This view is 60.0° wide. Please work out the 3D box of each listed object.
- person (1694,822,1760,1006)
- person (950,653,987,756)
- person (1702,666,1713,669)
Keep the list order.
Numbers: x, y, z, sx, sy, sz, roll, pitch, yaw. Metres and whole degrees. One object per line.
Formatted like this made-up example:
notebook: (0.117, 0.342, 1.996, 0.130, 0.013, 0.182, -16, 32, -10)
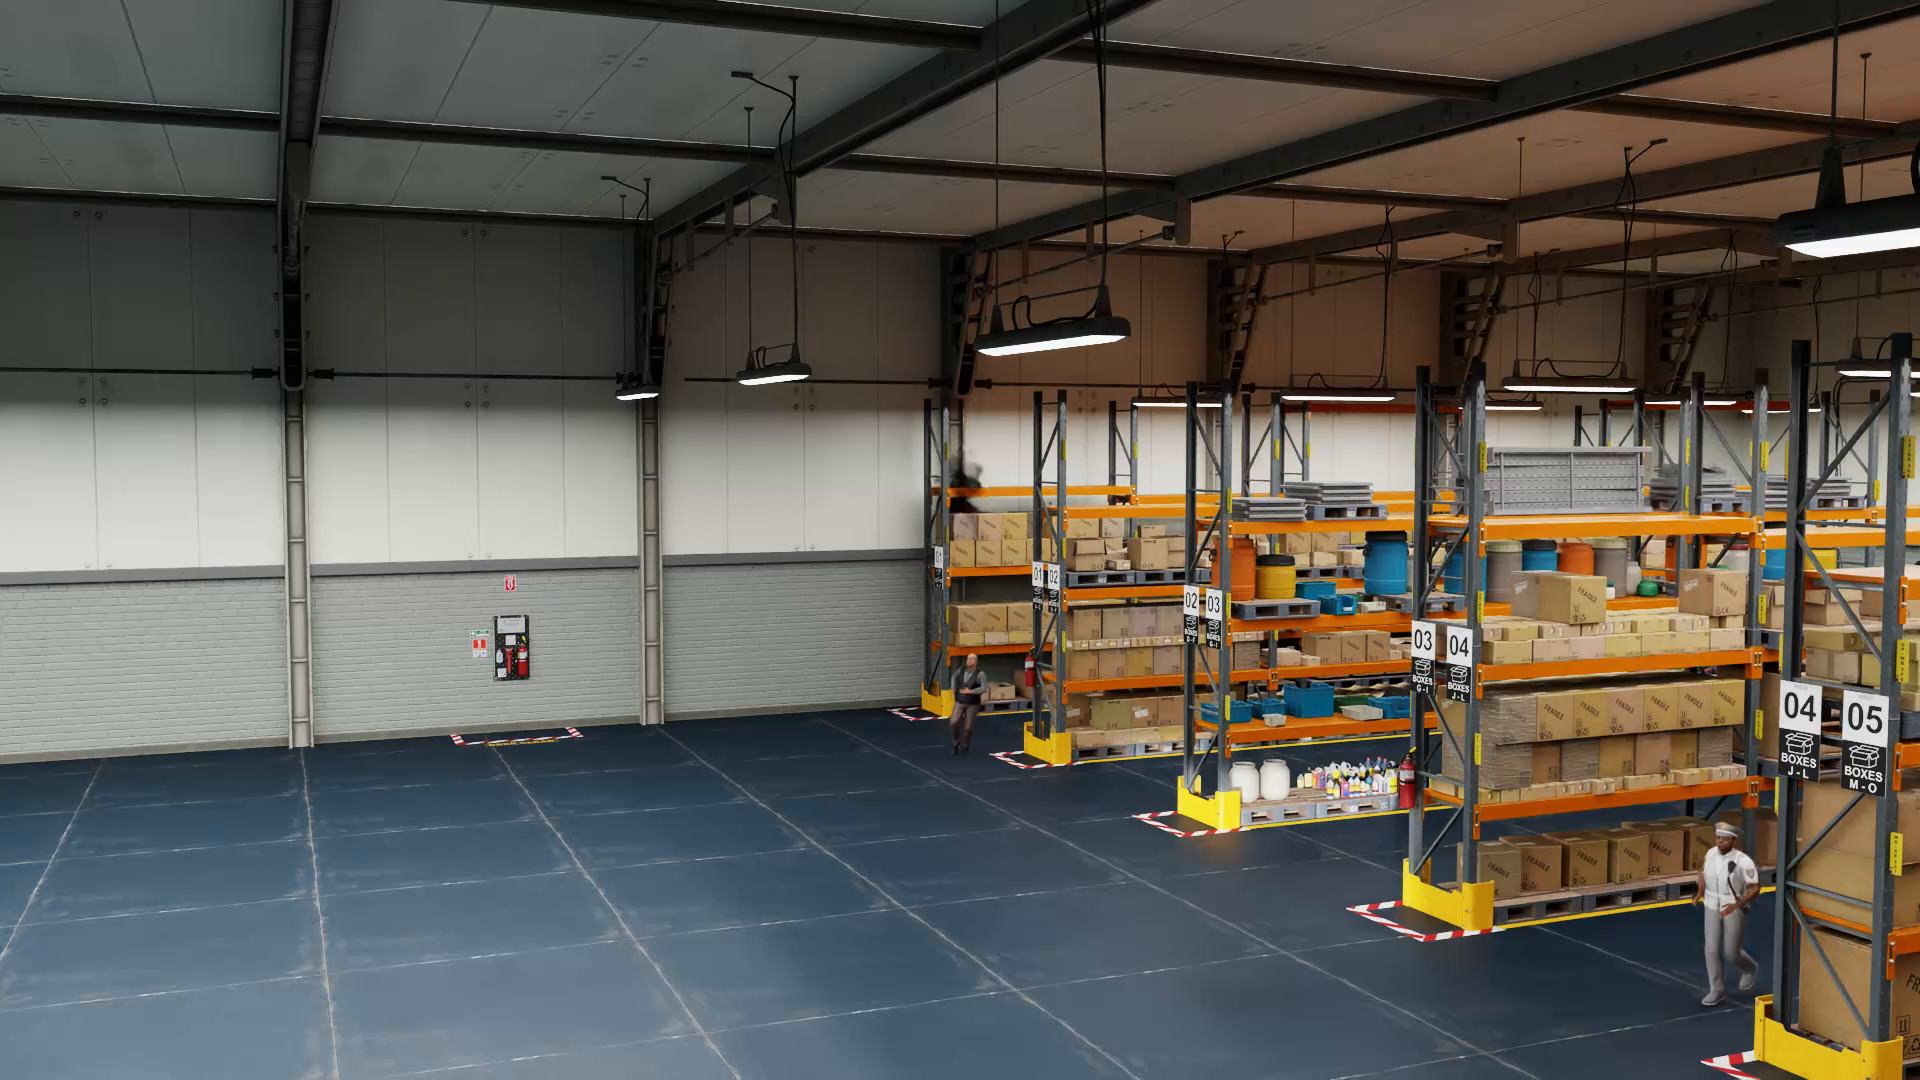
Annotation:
person: (7.098, 3.419, 15.398, 0.697, 1.679, 0.580, -3, 4, -37)
person: (0.127, 2.715, 27.376, 0.653, 1.712, 0.663, 1, 3, 13)
person: (13.671, 2.507, 29.906, 0.968, 1.766, 0.665, -2, 4, -35)
